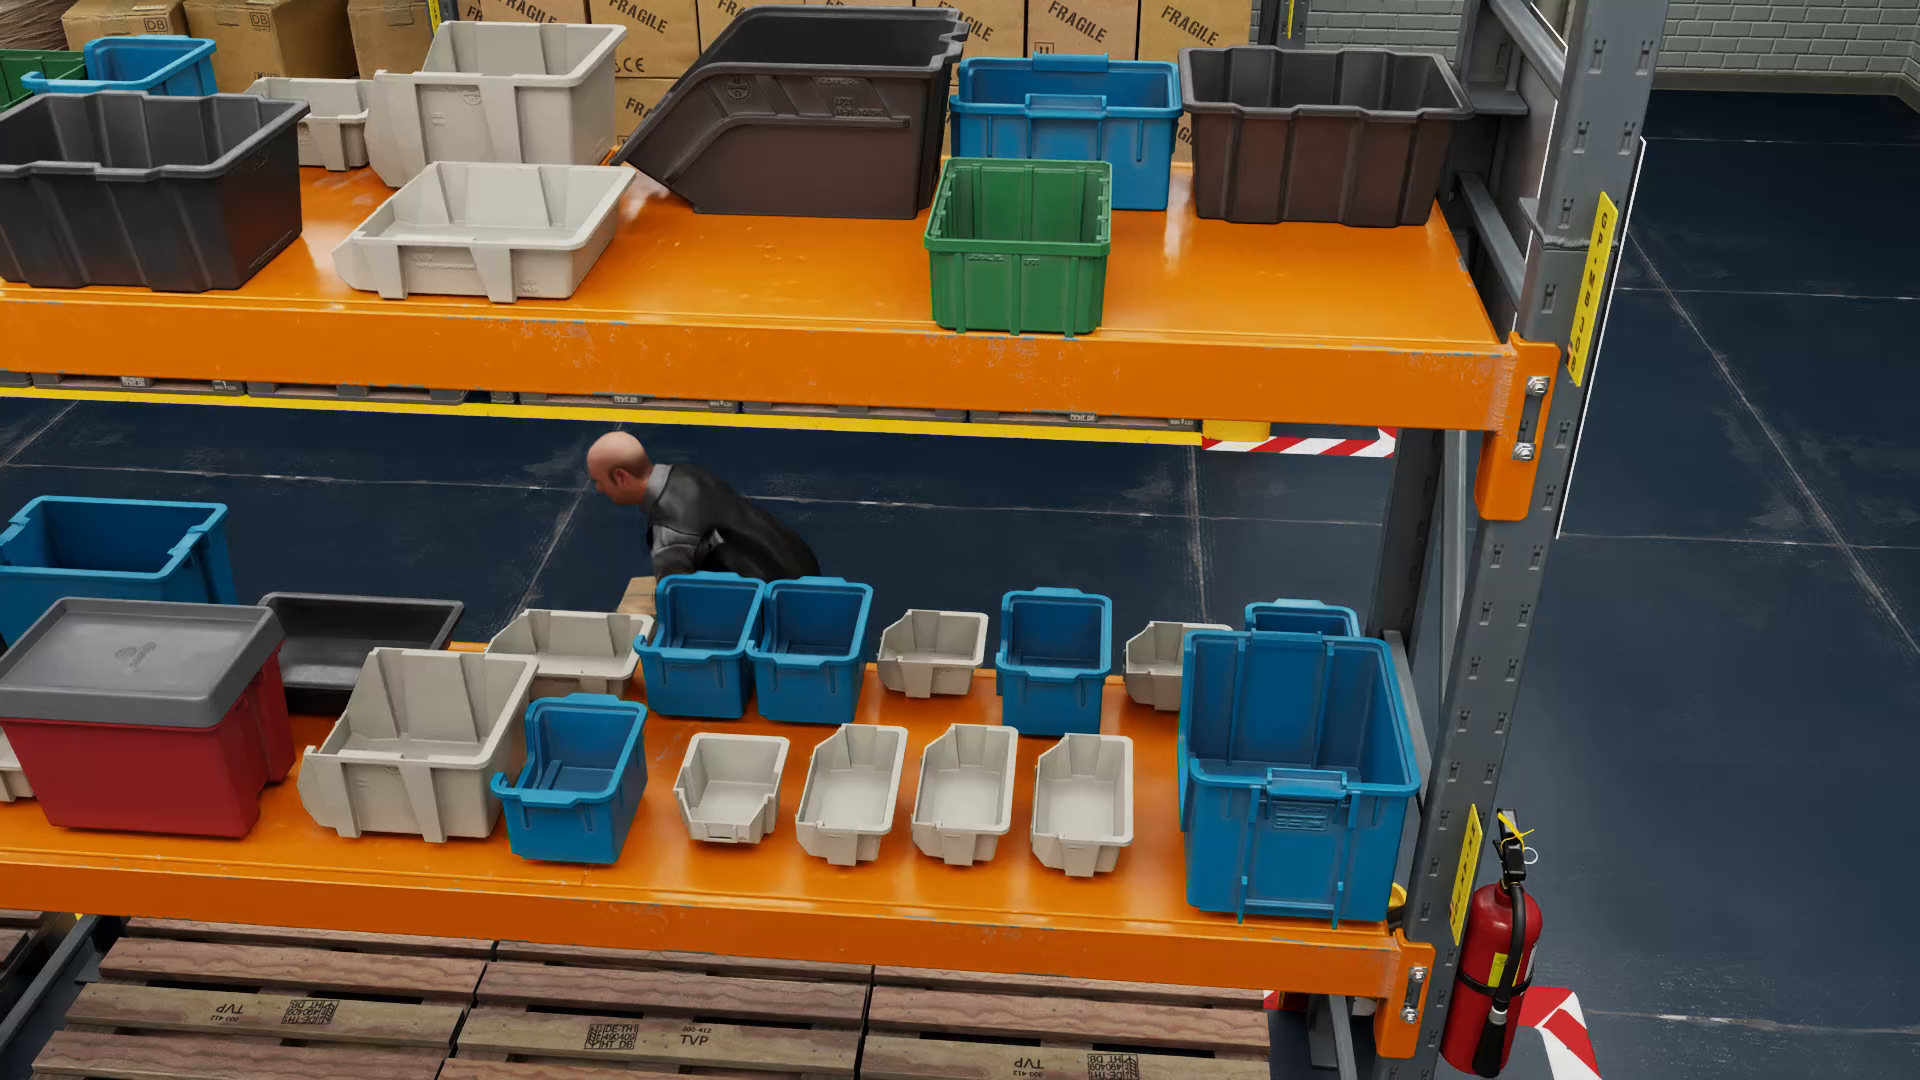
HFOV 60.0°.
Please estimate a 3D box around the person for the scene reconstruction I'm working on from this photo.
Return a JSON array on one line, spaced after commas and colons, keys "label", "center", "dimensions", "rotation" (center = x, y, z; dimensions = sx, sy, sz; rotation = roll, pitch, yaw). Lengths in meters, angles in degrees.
[{"label": "person", "center": [-0.859, 0.311, 5.843], "dimensions": [0.750, 1.530, 0.471], "rotation": [2, 32, 3]}]
